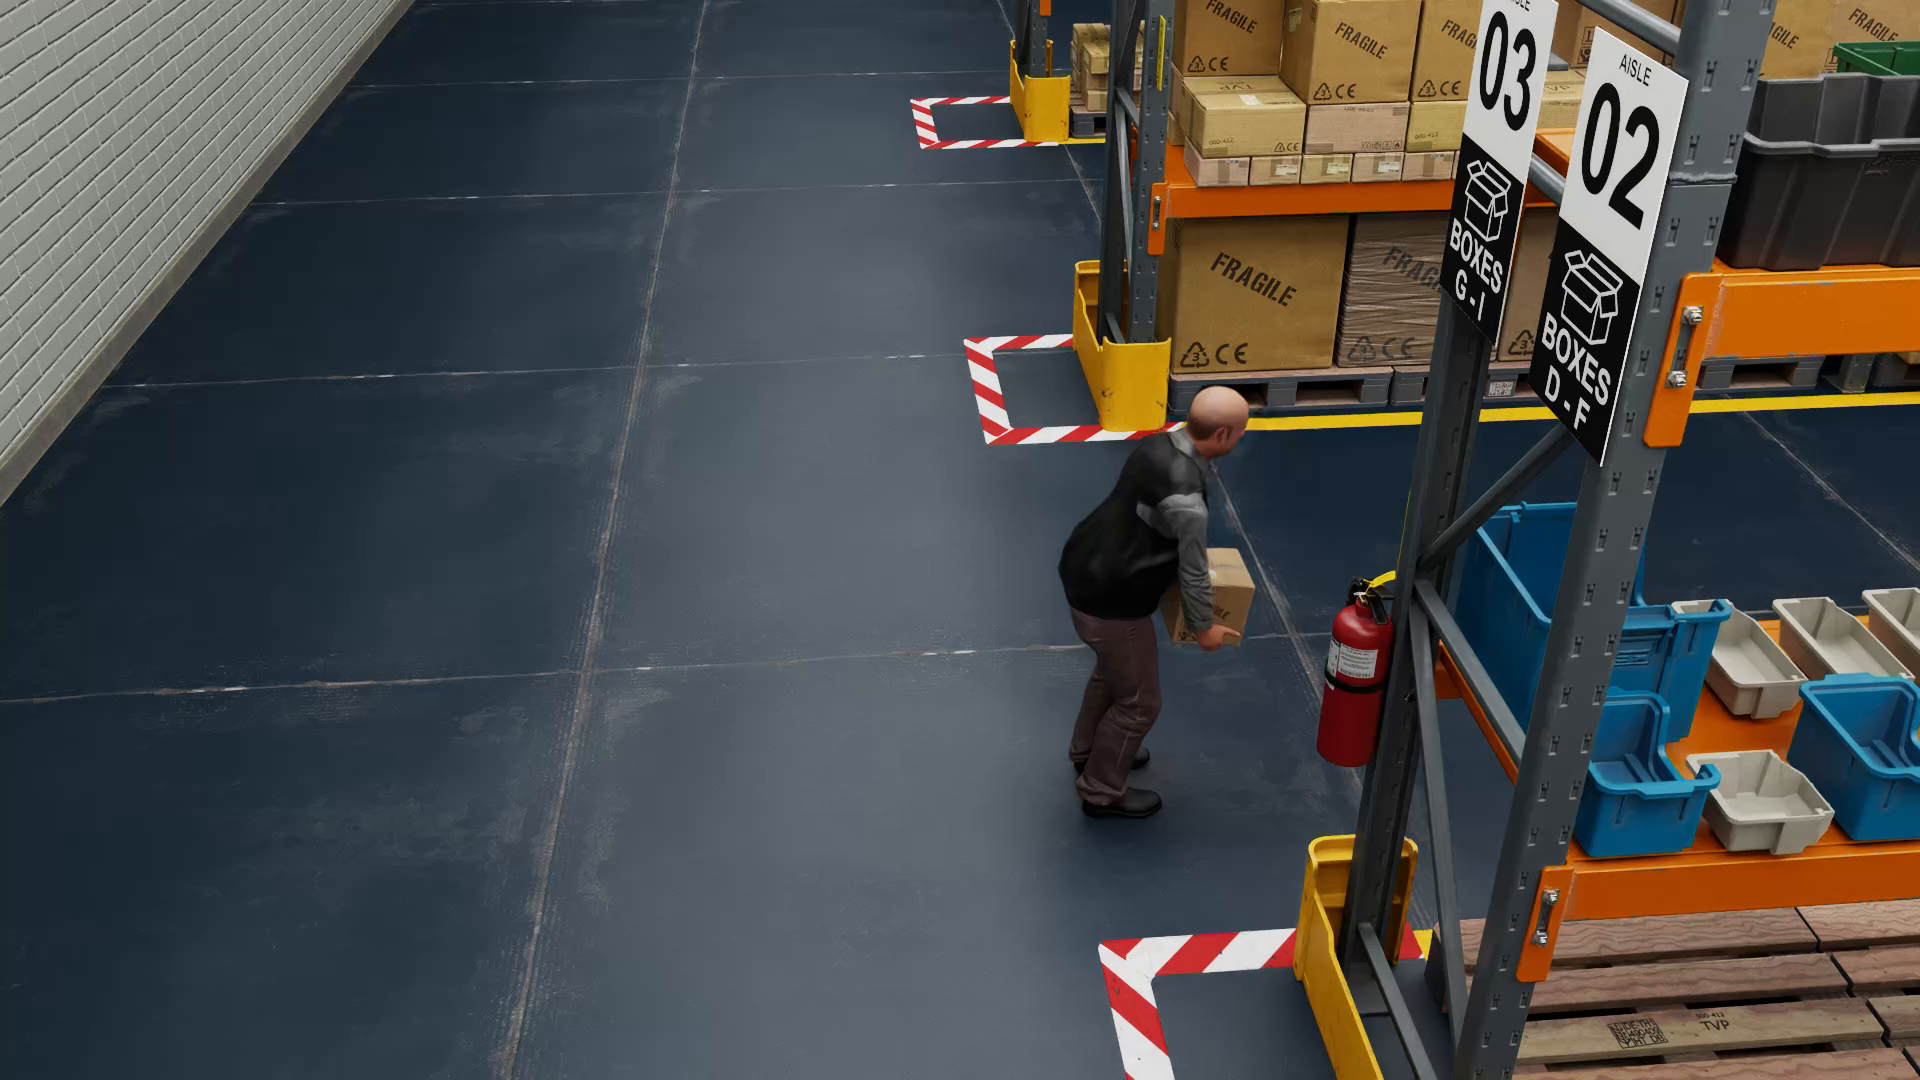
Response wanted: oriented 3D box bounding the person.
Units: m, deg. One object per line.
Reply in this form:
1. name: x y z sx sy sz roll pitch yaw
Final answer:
1. person: 0.660 0.216 5.882 0.614 1.640 0.472 -3 31 -5
